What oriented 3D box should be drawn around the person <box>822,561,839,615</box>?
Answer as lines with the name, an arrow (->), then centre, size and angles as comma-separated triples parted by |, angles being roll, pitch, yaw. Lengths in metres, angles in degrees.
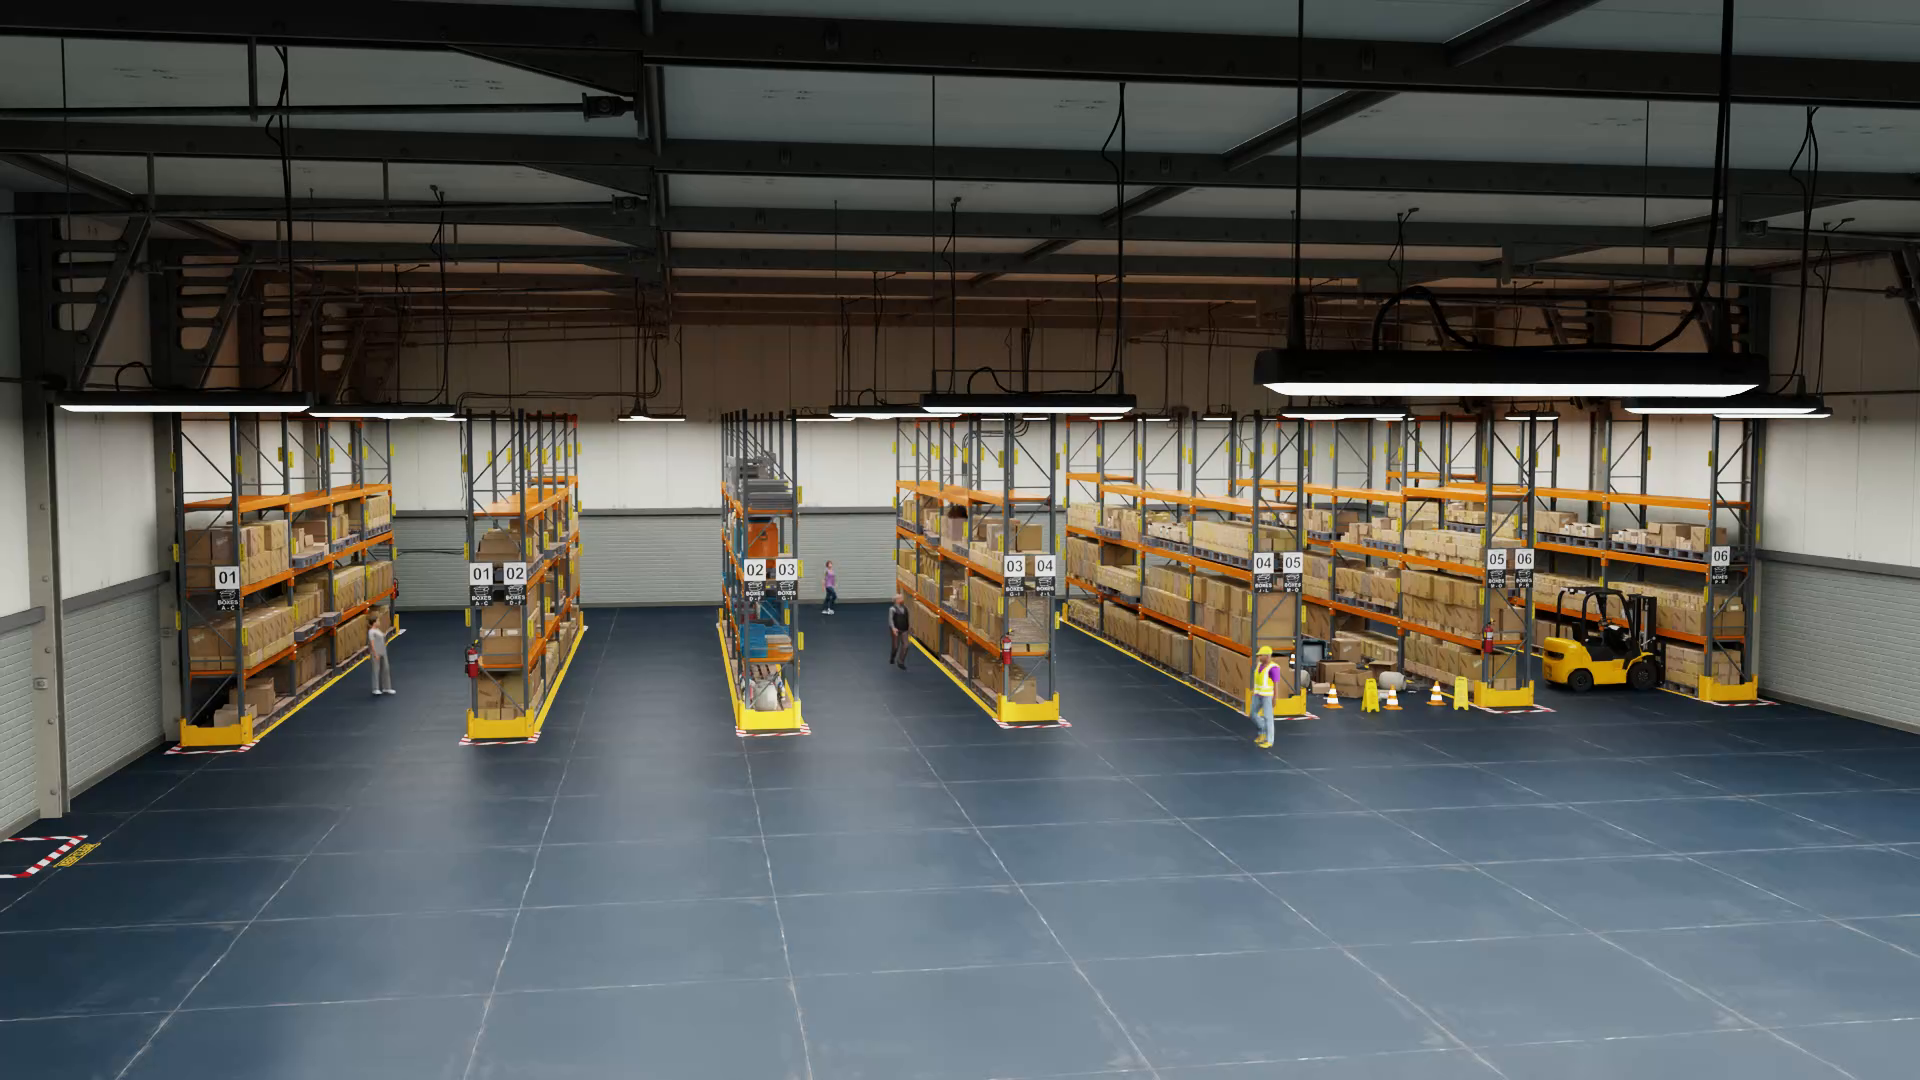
person -> -3.904, 1.431, 50.036 | 0.514, 1.630, 0.390 | 0, 4, 5

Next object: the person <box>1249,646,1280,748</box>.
person -> 5.401, 2.773, 29.517 | 0.499, 1.786, 0.575 | -3, 5, -33

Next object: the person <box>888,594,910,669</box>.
person -> -1.374, 2.092, 38.145 | 0.661, 1.707, 0.664 | -3, 5, -32

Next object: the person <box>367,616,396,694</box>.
person -> -12.296, 2.438, 35.282 | 0.490, 1.685, 0.542 | 2, 4, 22
